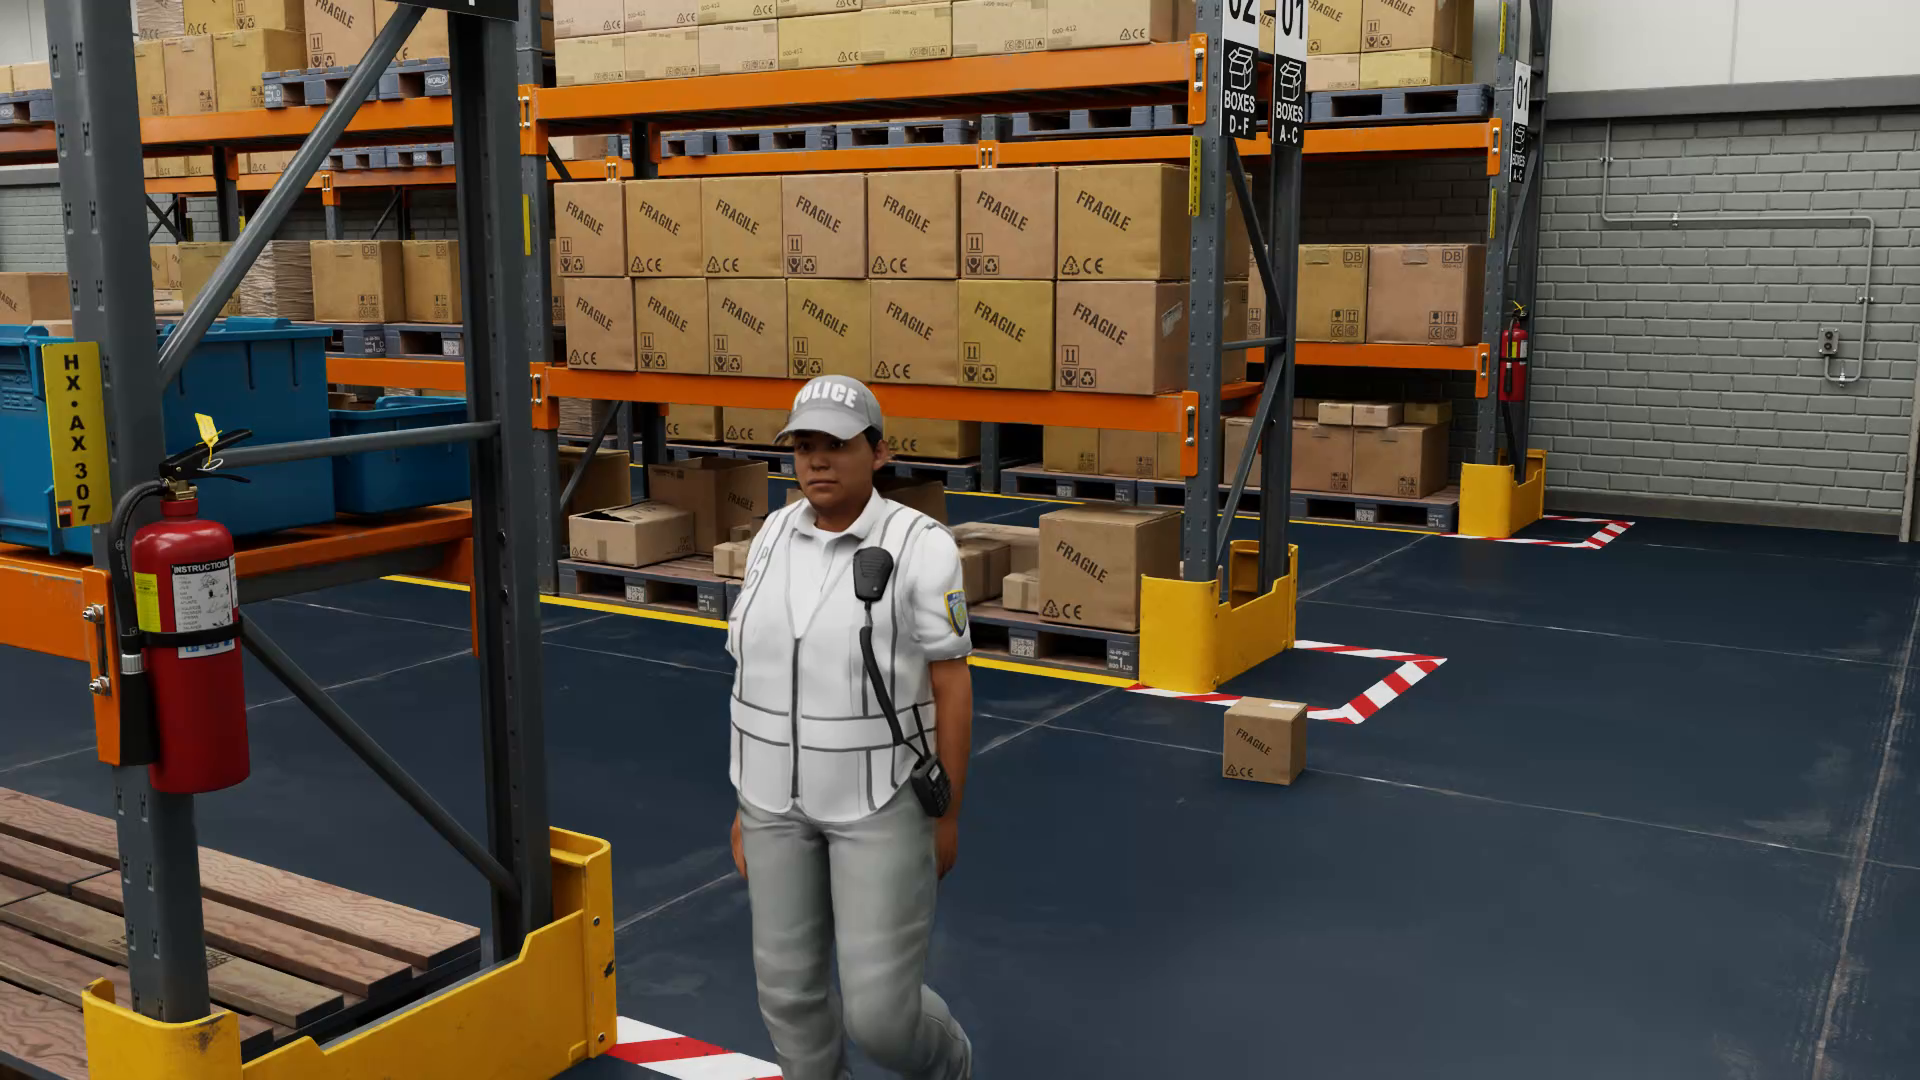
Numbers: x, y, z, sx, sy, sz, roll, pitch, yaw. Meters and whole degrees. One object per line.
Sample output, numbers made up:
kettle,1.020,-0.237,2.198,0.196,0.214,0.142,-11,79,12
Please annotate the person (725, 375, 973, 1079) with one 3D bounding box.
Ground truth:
person,-0.211,0.505,3.229,0.480,1.648,0.494,4,10,23
